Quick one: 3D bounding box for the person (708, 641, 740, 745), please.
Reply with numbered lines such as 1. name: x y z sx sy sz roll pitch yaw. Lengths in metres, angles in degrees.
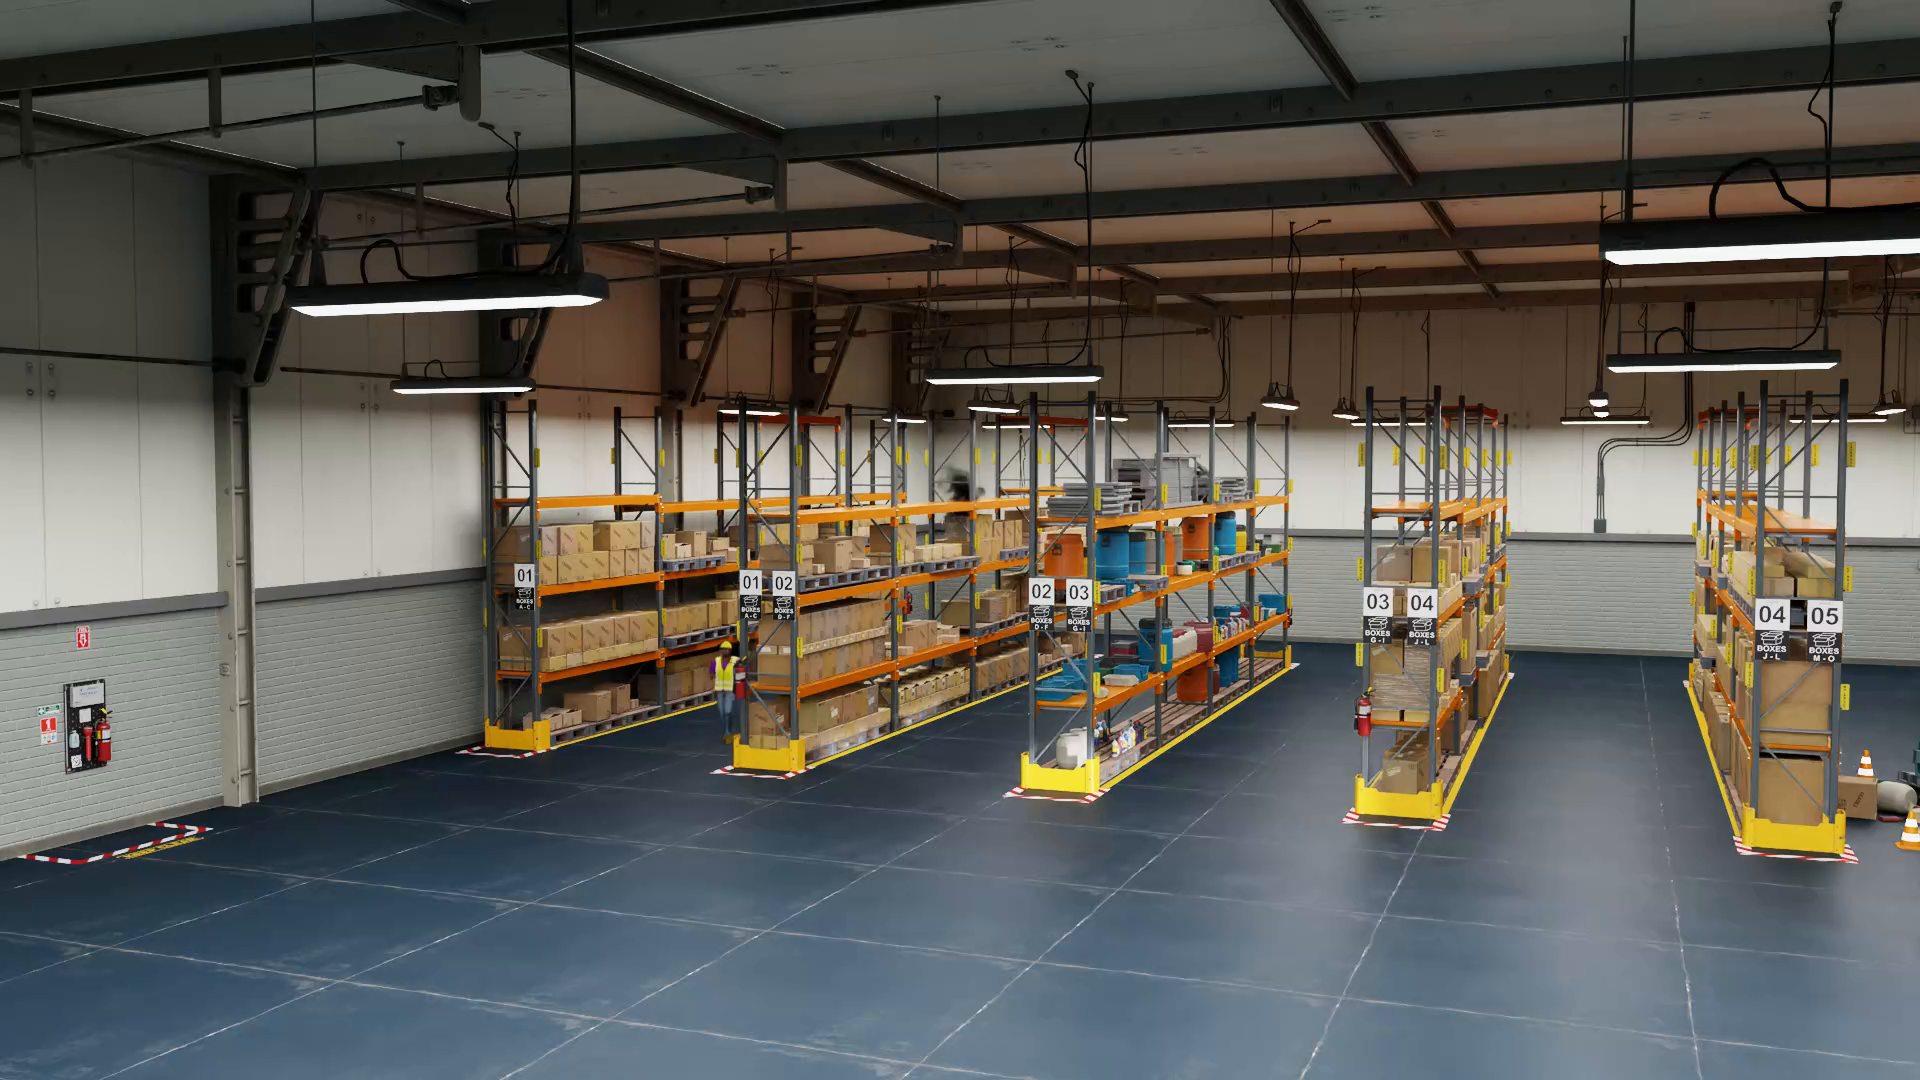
1. person: -4.100 2.680 29.277 0.656 1.812 0.556 1 3 12
